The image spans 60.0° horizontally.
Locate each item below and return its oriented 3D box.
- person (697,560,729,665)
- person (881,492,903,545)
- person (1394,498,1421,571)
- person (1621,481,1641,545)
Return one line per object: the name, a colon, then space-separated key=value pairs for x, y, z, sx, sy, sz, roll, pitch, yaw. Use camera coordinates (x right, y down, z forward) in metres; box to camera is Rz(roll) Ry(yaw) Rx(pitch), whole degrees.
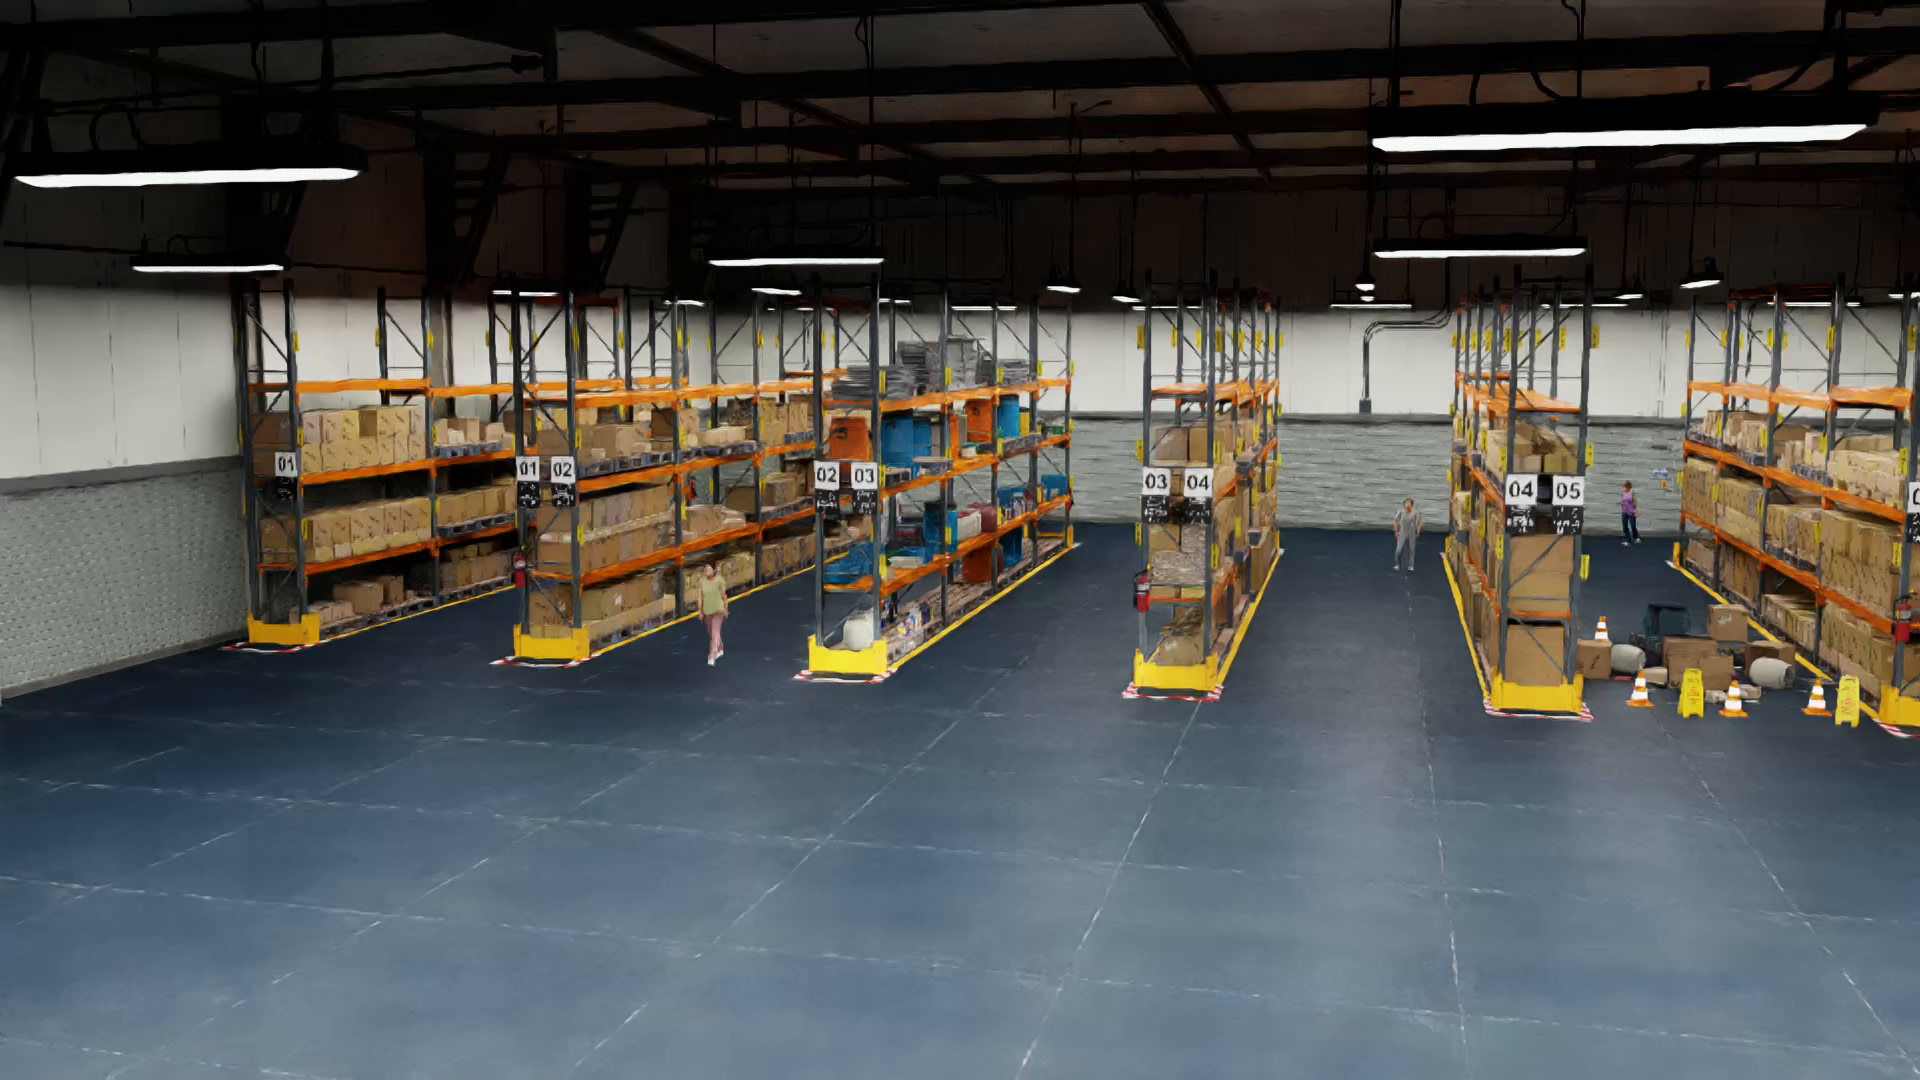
person: x=-3.877 y=1.097 z=25.856 sx=0.451 sy=1.586 sz=1.099 roll=1 pitch=7 yaw=12
person: x=-1.649 y=-0.604 z=39.602 sx=0.561 sy=1.707 sz=1.127 roll=1 pitch=7 yaw=12
person: x=9.720 y=-0.125 z=36.161 sx=0.580 sy=1.618 sz=0.507 roll=2 pitch=7 yaw=12
person: x=16.448 y=-0.656 z=40.760 sx=0.506 sy=1.574 sz=0.470 roll=-5 pitch=9 yaw=-37
